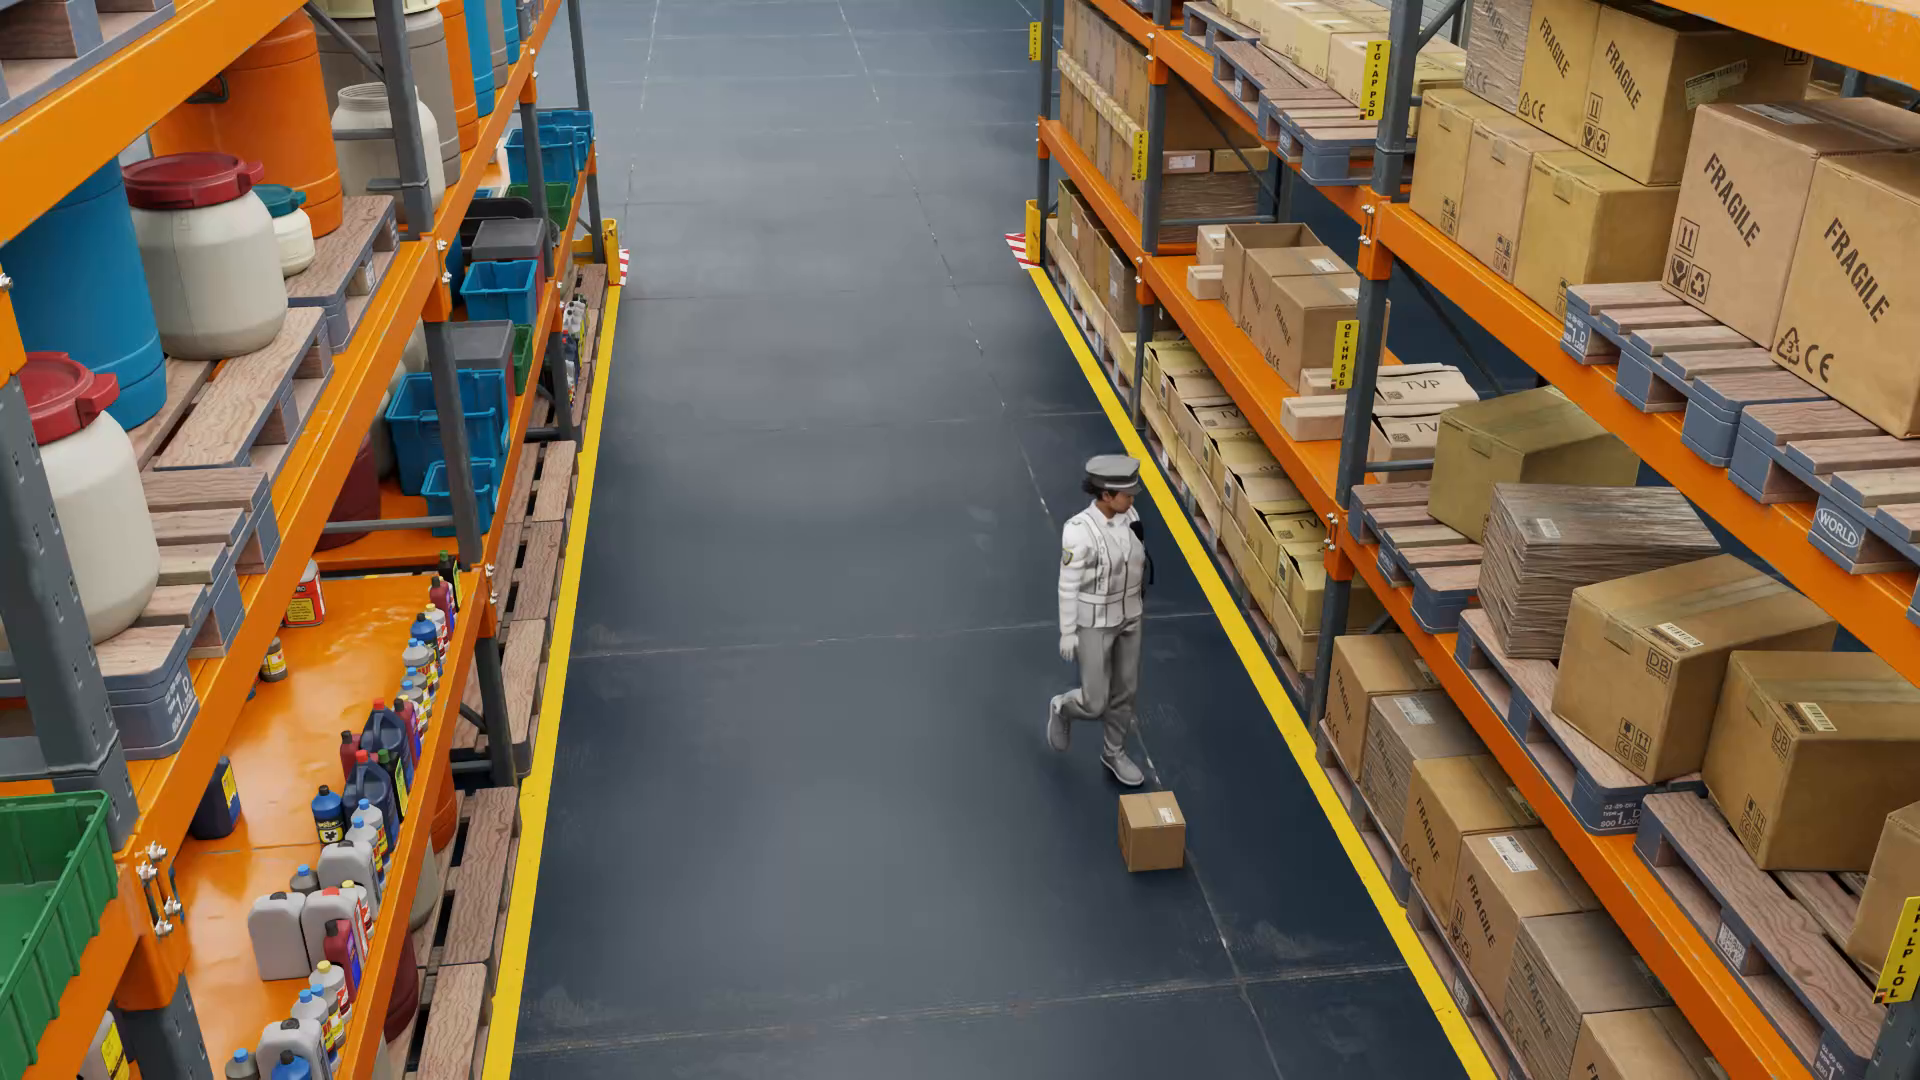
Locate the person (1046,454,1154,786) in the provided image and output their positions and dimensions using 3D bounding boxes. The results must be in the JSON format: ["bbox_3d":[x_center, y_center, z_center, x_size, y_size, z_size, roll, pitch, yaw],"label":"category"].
[{"bbox_3d":[0.678,0.383,7.841,0.500,1.655,0.517,-19,33,-32],"label":"person"}]
